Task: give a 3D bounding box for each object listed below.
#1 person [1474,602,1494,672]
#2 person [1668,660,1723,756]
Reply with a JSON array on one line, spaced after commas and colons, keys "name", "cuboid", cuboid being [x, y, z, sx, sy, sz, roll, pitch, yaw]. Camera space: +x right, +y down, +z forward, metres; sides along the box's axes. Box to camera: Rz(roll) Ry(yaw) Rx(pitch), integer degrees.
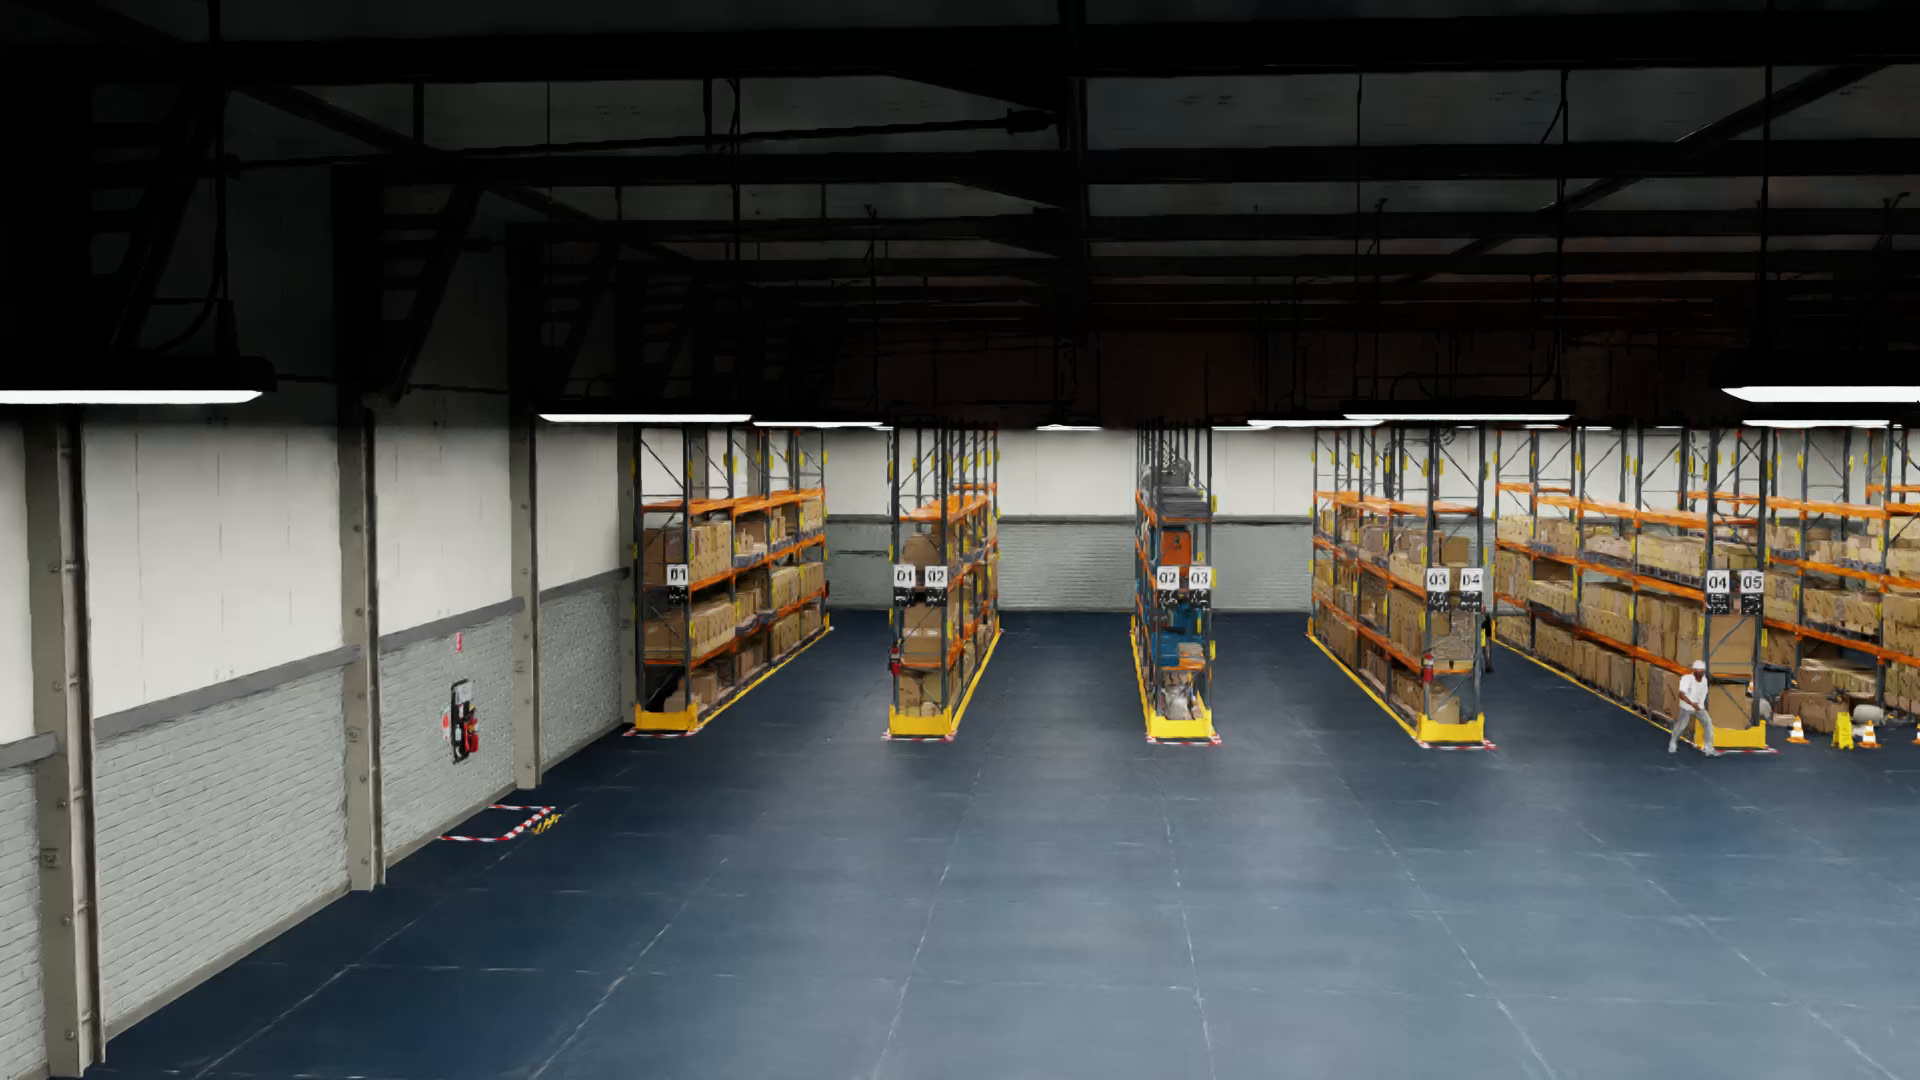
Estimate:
[{"name": "person", "cuboid": [12.424, 2.298, 39.684, 0.543, 1.648, 1.114, 0, 4, 7]}, {"name": "person", "cuboid": [12.940, 2.946, 29.362, 0.712, 1.697, 0.831, -1, 4, -13]}]
